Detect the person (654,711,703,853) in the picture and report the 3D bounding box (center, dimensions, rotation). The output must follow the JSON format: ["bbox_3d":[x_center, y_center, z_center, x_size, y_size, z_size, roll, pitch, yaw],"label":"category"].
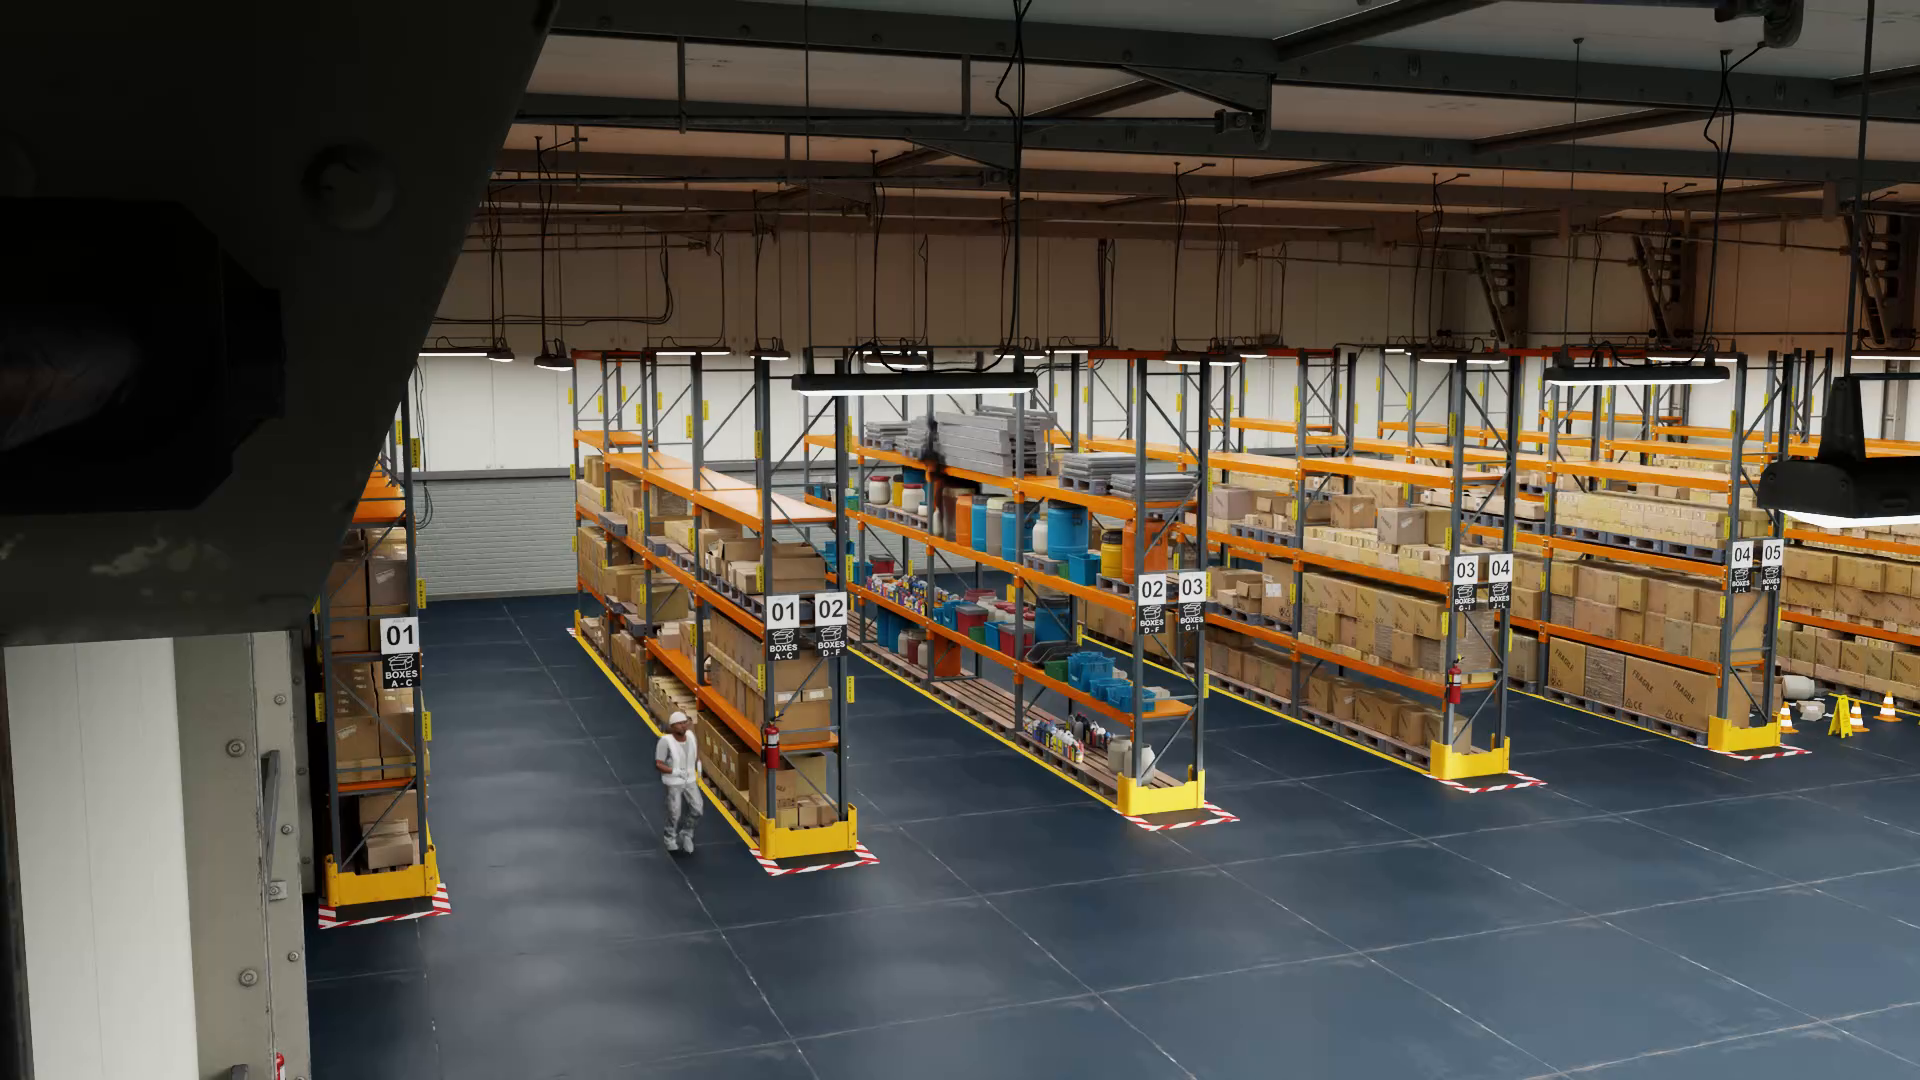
[{"bbox_3d":[-3.356,2.961,20.172,0.716,1.786,0.661,-6,9,-39],"label":"person"}]

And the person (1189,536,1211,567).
[{"bbox_3d":[6.161,0.228,42.120,0.670,1.757,0.927,7,10,42],"label":"person"}]

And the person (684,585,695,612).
[{"bbox_3d":[-5.865,1.040,35.791,0.556,1.686,0.711,5,9,35],"label":"person"}]

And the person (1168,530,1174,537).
[{"bbox_3d":[4.911,0.544,39.633,0.765,1.724,0.921,0,7,2],"label":"person"}]
